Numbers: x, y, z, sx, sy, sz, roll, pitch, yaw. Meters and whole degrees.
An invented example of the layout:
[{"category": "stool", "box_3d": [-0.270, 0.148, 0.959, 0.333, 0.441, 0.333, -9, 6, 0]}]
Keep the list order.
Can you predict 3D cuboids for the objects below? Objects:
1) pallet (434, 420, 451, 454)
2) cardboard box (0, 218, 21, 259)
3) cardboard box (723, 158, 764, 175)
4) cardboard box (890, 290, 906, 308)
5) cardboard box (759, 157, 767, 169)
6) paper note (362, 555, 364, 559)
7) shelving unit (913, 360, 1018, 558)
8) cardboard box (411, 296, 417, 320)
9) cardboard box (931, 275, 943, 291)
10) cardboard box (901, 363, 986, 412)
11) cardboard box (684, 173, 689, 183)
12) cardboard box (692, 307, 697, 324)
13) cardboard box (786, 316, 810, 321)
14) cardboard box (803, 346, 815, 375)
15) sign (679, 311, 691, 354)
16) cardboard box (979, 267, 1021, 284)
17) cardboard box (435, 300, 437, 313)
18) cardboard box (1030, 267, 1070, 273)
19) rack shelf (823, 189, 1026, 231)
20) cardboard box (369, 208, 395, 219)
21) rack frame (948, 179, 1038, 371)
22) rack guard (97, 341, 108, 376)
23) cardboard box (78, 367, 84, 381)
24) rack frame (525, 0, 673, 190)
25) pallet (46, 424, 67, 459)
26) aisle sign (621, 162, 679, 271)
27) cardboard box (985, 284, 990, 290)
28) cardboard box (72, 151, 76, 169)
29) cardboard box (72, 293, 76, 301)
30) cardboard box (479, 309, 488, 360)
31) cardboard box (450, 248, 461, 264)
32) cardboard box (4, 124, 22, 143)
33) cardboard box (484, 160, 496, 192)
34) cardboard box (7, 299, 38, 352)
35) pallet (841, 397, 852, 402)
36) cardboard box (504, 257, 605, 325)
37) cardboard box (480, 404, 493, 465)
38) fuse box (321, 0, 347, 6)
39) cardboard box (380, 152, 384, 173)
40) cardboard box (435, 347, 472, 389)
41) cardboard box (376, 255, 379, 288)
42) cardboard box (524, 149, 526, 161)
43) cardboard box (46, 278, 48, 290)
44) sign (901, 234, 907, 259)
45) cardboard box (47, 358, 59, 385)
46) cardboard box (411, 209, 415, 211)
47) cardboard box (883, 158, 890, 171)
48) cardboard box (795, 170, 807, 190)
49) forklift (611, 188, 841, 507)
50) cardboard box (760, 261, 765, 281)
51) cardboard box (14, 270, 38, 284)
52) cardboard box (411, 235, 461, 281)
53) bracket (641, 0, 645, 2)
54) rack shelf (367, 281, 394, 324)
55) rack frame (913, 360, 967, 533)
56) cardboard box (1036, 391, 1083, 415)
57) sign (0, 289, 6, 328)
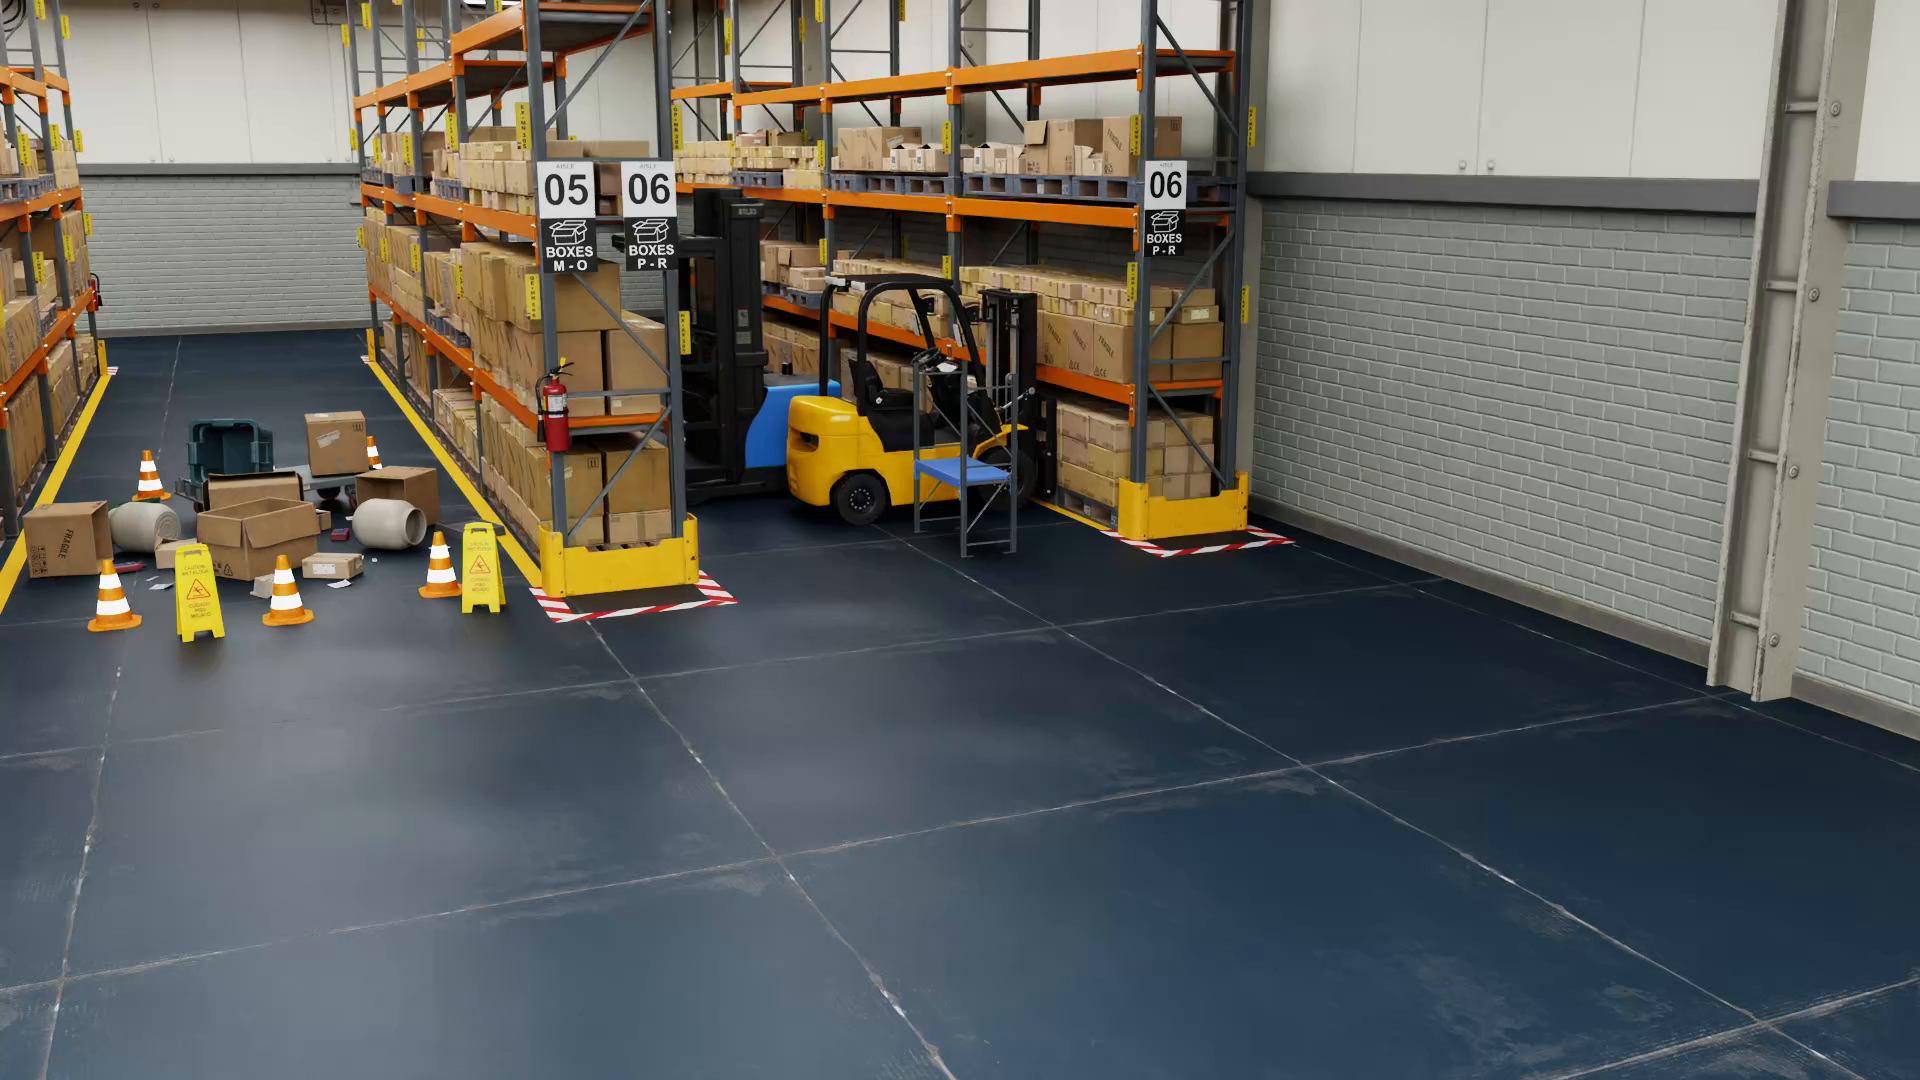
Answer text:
[{"category": "pallet", "box_3d": [-5.479, -1.228, 19.208, 1.003, 0.211, 1.213, -6, 14, -23]}, {"category": "cardboard box", "box_3d": [-12.324, -3.860, 21.297, 0.500, 0.500, 0.500, -6, 14, -25]}, {"category": "cardboard box", "box_3d": [-3.269, -5.634, 25.081, 0.500, 0.250, 0.500, -6, 14, -23]}, {"category": "cardboard box", "box_3d": [-0.485, -2.832, 19.176, 0.500, 0.250, 0.500, -5, 14, -22]}, {"category": "cardboard box", "box_3d": [-2.586, -5.254, 23.171, 0.380, 0.149, 0.250, -5, 14, -22]}, {"category": "paper note", "box_3d": [-4.991, 0.152, 13.670, 0.148, 0.019, 0.142, -1, 13, -4]}, {"category": "shelving unit", "box_3d": [0.034, -0.713, 14.125, 0.538, 1.500, 1.048, -6, 14, -23]}, {"category": "cardboard box", "box_3d": [-6.450, -2.860, 20.409, 0.500, 0.250, 0.500, -5, 14, -22]}, {"category": "cardboard box", "box_3d": [-0.102, -2.838, 18.319, 0.380, 0.149, 0.250, -6, 14, -24]}, {"category": "cardboard box", "box_3d": [-0.165, -1.686, 19.339, 0.875, 0.625, 0.625, -6, 14, -24]}, {"category": "cardboard box", "box_3d": [-4.312, -5.935, 27.266, 0.380, 0.149, 0.250, -5, 14, -22]}, {"category": "cardboard box", "box_3d": [-4.291, -3.704, 28.325, 0.797, 0.503, 0.637, -6, 14, -25]}, {"category": "cardboard box", "box_3d": [-2.435, -3.277, 25.048, 0.380, 0.149, 0.250, -6, 14, -25]}, {"category": "cardboard box", "box_3d": [-1.801, -2.356, 22.511, 0.500, 0.500, 0.500, -6, 14, -24]}, {"category": "sign", "box_3d": [-2.089, -1.566, 12.565, 0.100, 0.325, 0.005, -6, 14, -23]}, {"category": "cardboard box", "box_3d": [0.418, -2.744, 17.252, 0.380, 0.149, 0.250, -5, 14, -22]}, {"category": "cardboard box", "box_3d": [-5.681, -2.624, 18.682, 0.380, 0.149, 0.250, -7, 15, -27]}, {"category": "cardboard box", "box_3d": [0.944, -2.733, 17.205, 0.380, 0.149, 0.250, -6, 14, -23]}, {"category": "rack shelf", "box_3d": [-0.443, -3.895, 19.490, 1.077, 0.370, 4.000, -6, 14, -23]}, {"category": "cardboard box", "box_3d": [-8.816, -4.990, 25.400, 0.380, 0.149, 0.250, -6, 14, -25]}, {"category": "rack frame", "box_3d": [0.358, -2.371, 17.961, 1.000, 3.000, 0.127, -6, 14, -23]}, {"category": "rack guard", "box_3d": [-13.460, -2.700, 24.925, 1.175, 0.500, 0.348, -6, 14, -23]}, {"category": "cardboard box", "box_3d": [-11.740, -2.171, 21.829, 0.380, 0.149, 0.250, -5, 14, -20]}, {"category": "rack frame", "box_3d": [-2.586, -4.018, 11.774, 1.000, 3.000, 0.127, -6, 14, -23]}, {"category": "pallet", "box_3d": [-10.597, -1.083, 18.582, 1.003, 0.211, 1.213, -6, 14, -23]}, {"category": "aisle sign", "box_3d": [-2.277, -2.377, 12.223, 0.394, 0.787, 0.004, -6, 14, -23]}, {"category": "cardboard box", "box_3d": [0.480, -2.541, 17.038, 0.380, 0.149, 0.250, -6, 14, -23]}, {"category": "cardboard box", "box_3d": [-13.073, -5.493, 24.021, 0.500, 0.250, 0.500, -6, 14, -25]}, {"category": "cardboard box", "box_3d": [-12.173, -3.284, 22.464, 0.380, 0.149, 0.250, -5, 14, -22]}, {"category": "cardboard box", "box_3d": [-4.045, -1.898, 15.036, 0.500, 0.500, 0.500, -6, 14, -23]}, {"category": "cardboard box", "box_3d": [-5.000, -2.907, 17.025, 0.380, 0.149, 0.250, -6, 14, -25]}, {"category": "cardboard box", "box_3d": [-10.402, -4.378, 18.063, 0.396, 0.266, 0.258, -6, 14, -23]}, {"category": "cardboard box", "box_3d": [-3.655, -3.025, 13.808, 0.500, 0.250, 0.500, -5, 14, -22]}, {"category": "cardboard box", "box_3d": [-9.661, -2.157, 16.815, 0.500, 0.500, 0.500, -6, 14, -23]}, {"category": "pallet", "box_3d": [-0.950, -1.665, 21.096, 1.003, 0.211, 1.213, -6, 14, -23]}, {"category": "cardboard box", "box_3d": [-3.187, -1.967, 13.118, 0.700, 0.500, 0.500, -5, 14, -22]}, {"category": "cardboard box", "box_3d": [-4.199, -1.006, 15.567, 0.500, 0.500, 0.500, -5, 14, -20]}, {"category": "fuse box", "box_3d": [-11.496, -10.017, 30.597, 0.513, 0.334, 0.176, -6, 14, -23]}, {"category": "cardboard box", "box_3d": [-7.513, -5.040, 22.209, 0.396, 0.266, 0.258, -6, 14, -23]}, {"category": "cardboard box", "box_3d": [-5.991, -2.068, 20.433, 0.875, 0.875, 0.875, -6, 14, -23]}, {"category": "cardboard box", "box_3d": [-8.435, -4.014, 24.839, 0.500, 0.500, 0.500, -5, 14, -21]}, {"category": "cardboard box", "box_3d": [-3.060, -2.923, 12.482, 0.380, 0.149, 0.250, -5, 14, -22]}, {"category": "cardboard box", "box_3d": [-11.128, -3.054, 19.877, 0.380, 0.149, 0.250, -6, 15, -26]}, {"category": "sign", "box_3d": [-0.737, -3.812, 21.621, 0.100, 0.325, 0.005, -6, 14, -23]}, {"category": "cardboard box", "box_3d": [-10.543, -1.901, 18.882, 0.500, 0.250, 0.500, -6, 14, -24]}, {"category": "cardboard box", "box_3d": [-8.019, -4.882, 24.934, 0.380, 0.149, 0.250, -5, 14, -21]}, {"category": "cardboard box", "box_3d": [-0.670, -4.322, 19.145, 0.380, 0.149, 0.250, -6, 14, -24]}, {"category": "cardboard box", "box_3d": [-1.874, -4.774, 22.023, 0.500, 0.250, 0.500, -6, 14, -23]}, {"category": "forklift", "box_3d": [-2.702, -1.869, 15.944, 3.031, 2.935, 1.130, -7, 15, -27]}, {"category": "cardboard box", "box_3d": [-2.642, -3.841, 23.681, 0.396, 0.266, 0.258, -5, 14, -20]}, {"category": "cardboard box", "box_3d": [-10.713, -2.982, 18.909, 0.380, 0.149, 0.250, -5, 14, -20]}, {"category": "cardboard box", "box_3d": [-6.237, -3.367, 19.827, 0.500, 0.500, 0.500, -6, 14, -24]}, {"category": "bracket", "box_3d": [-6.144, -10.708, 32.697, 0.235, 0.232, 0.430, -6, 14, -23]}, {"category": "rack shelf", "box_3d": [-8.194, -3.637, 25.029, 1.077, 0.370, 4.000, -6, 14, -23]}, {"category": "rack frame", "box_3d": [-0.169, -0.818, 14.578, 0.500, 1.500, 0.032, -6, 14, -23]}, {"category": "cardboard box", "box_3d": [0.873, -1.277, 16.185, 0.500, 0.250, 0.500, -6, 14, -24]}, {"category": "sign", "box_3d": [-8.176, -1.965, 14.110, 0.100, 0.325, 0.005, -6, 14, -23]}]
